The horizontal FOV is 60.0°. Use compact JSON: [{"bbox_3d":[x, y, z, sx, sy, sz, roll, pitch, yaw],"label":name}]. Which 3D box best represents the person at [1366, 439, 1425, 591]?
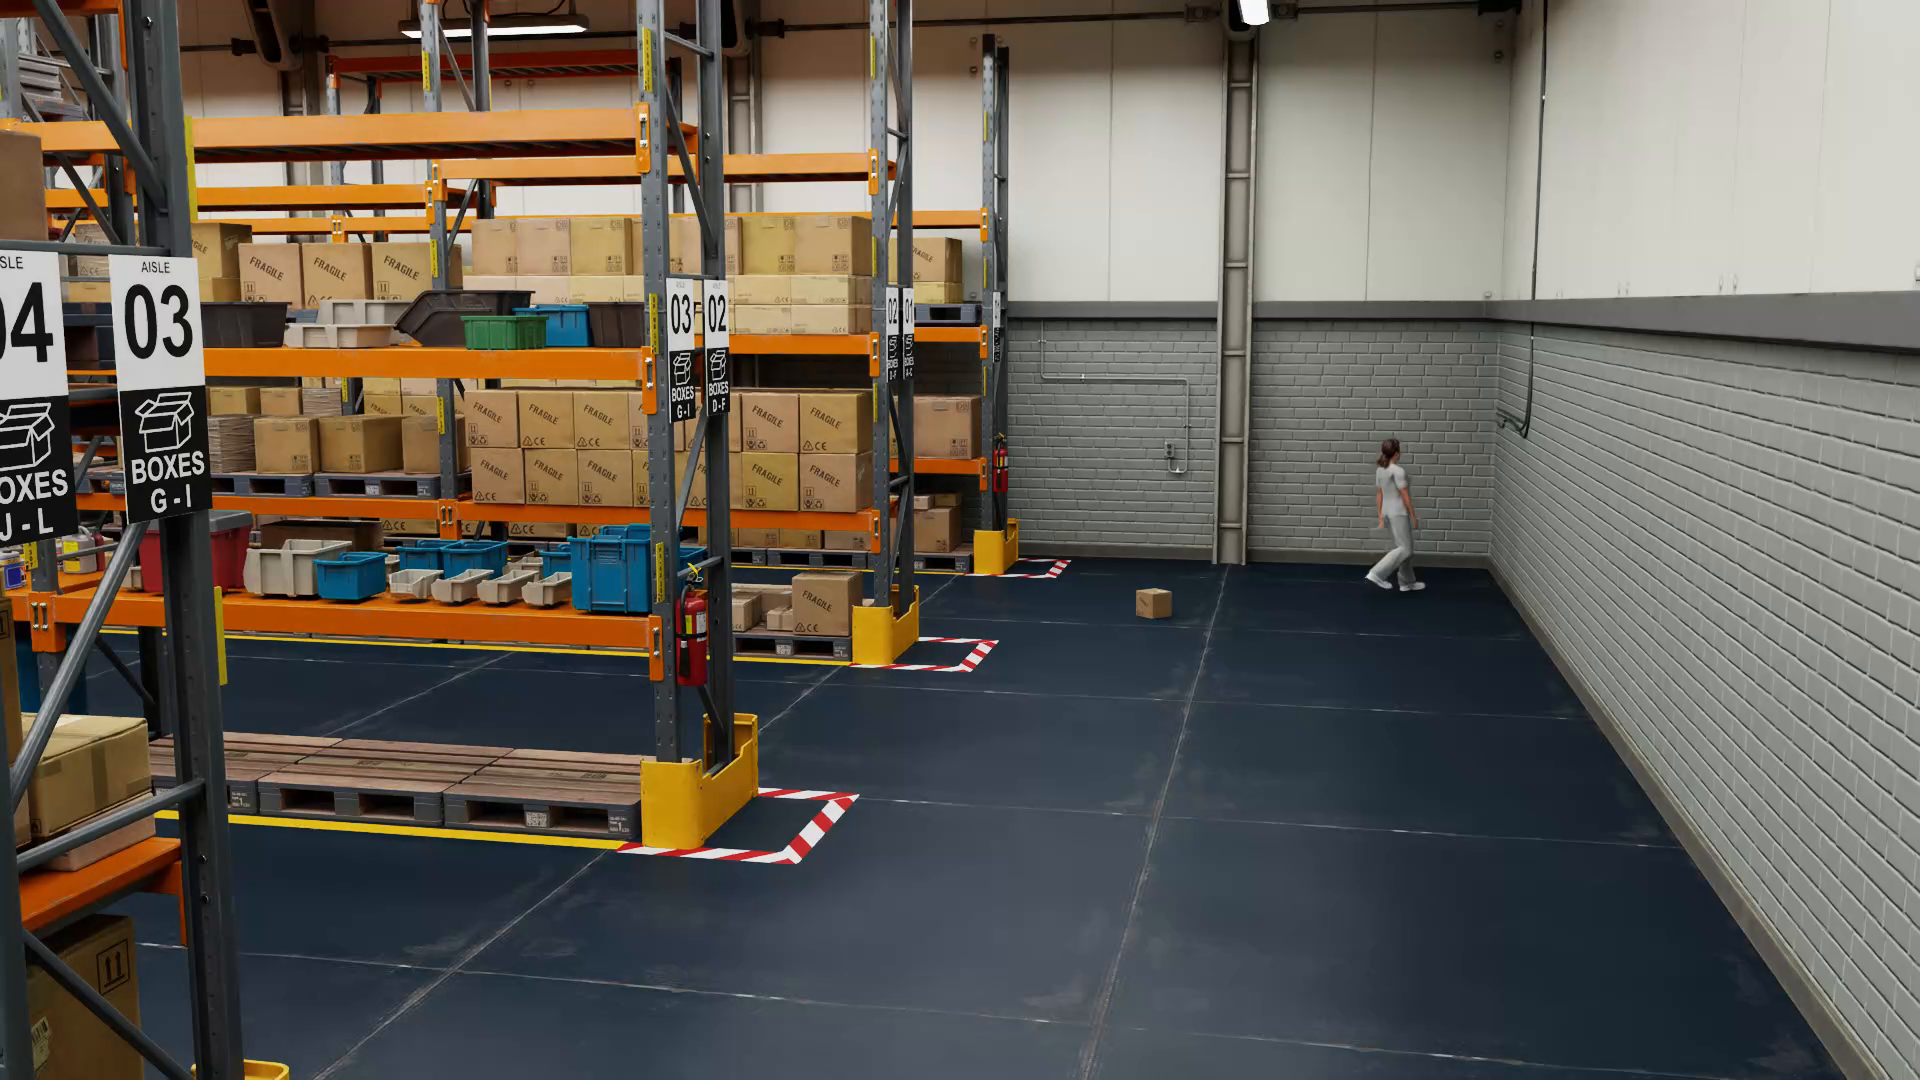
[{"bbox_3d":[4.628,-0.253,17.585,0.835,1.643,0.440,-2,8,-16],"label":"person"}]
